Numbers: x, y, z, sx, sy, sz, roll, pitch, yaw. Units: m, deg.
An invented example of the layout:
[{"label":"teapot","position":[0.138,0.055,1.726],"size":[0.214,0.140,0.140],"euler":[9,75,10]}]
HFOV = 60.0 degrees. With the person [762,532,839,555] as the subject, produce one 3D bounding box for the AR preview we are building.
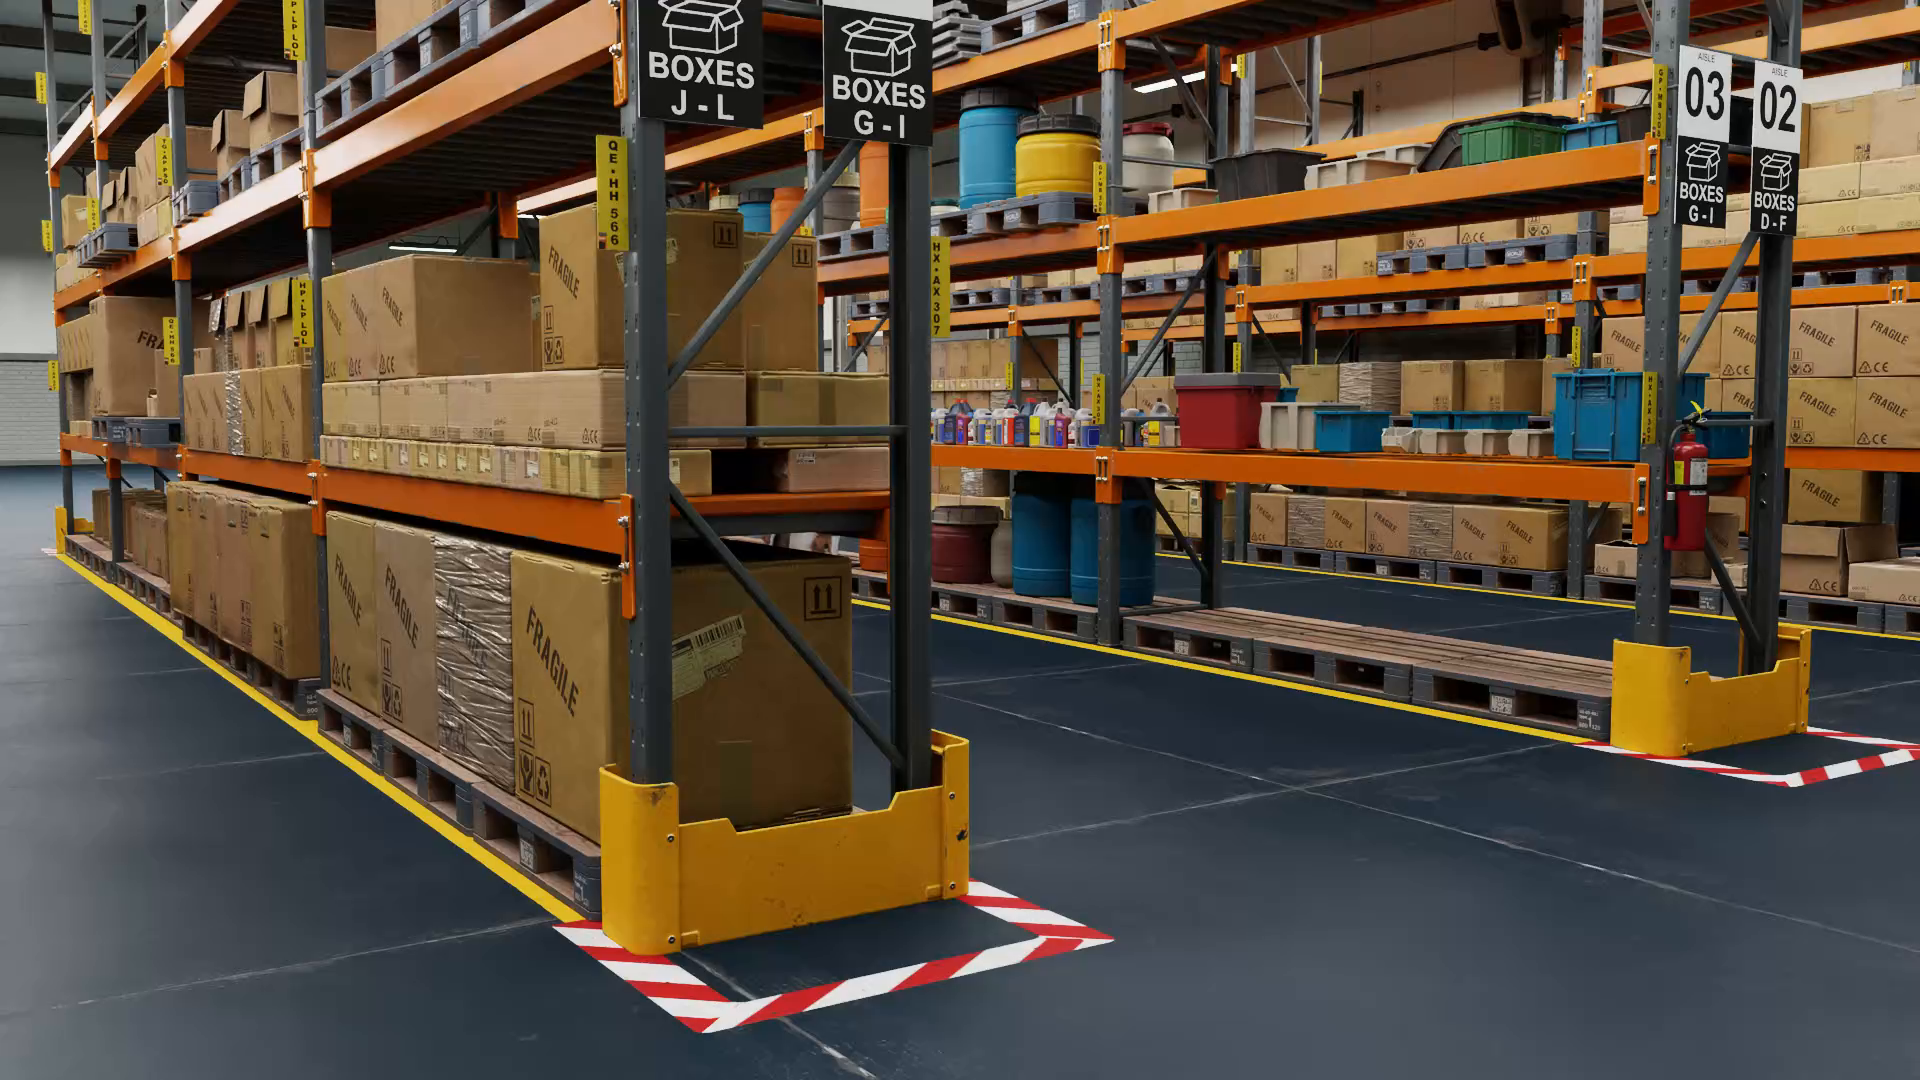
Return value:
[{"label":"person","position":[-0.873,-0.035,9.195],"size":[0.421,1.774,0.654],"euler":[-3,6,-37]}]
